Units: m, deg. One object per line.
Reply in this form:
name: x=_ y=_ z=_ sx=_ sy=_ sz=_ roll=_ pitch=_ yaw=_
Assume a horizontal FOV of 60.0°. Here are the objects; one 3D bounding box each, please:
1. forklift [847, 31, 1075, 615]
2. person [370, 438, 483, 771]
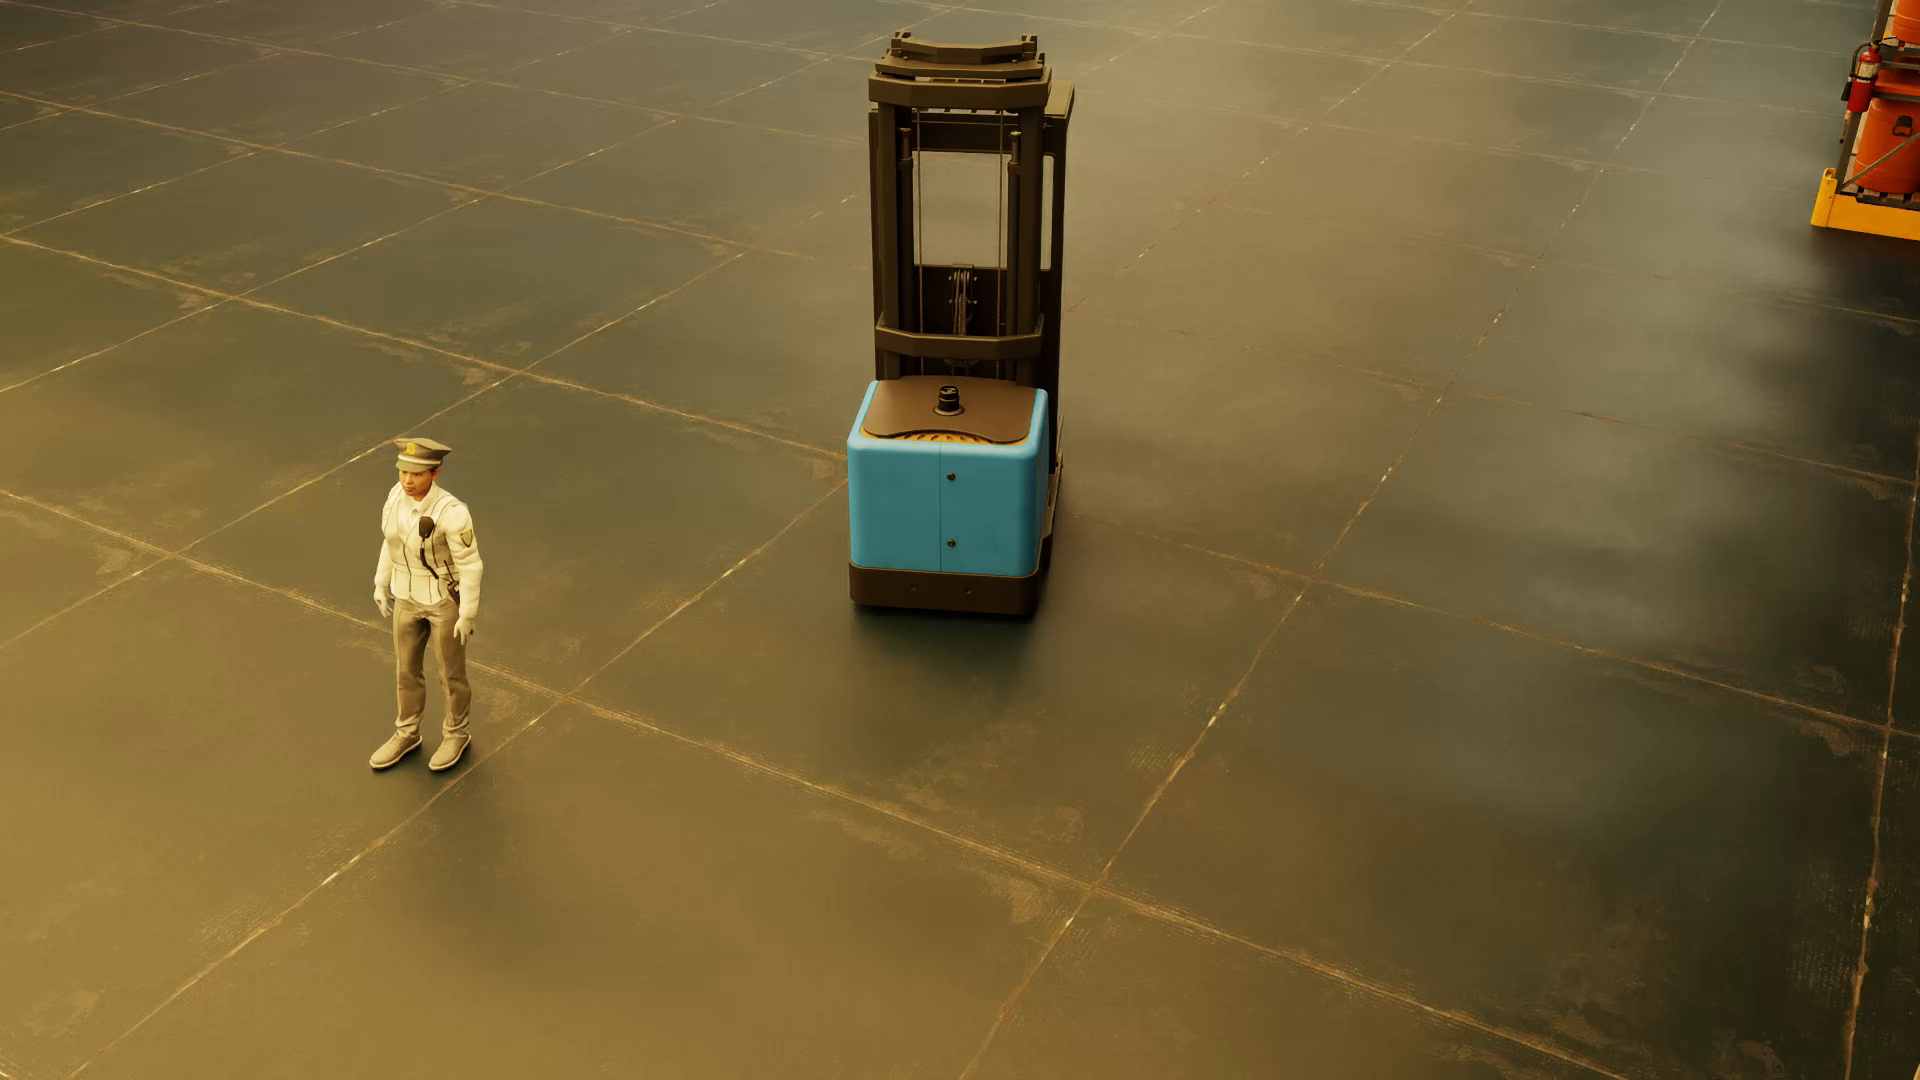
forklift: x=0.072 y=-1.572 z=9.794 sx=1.130 sy=2.935 sz=3.031 roll=3 pitch=30 yaw=6
person: x=-2.513 y=0.310 z=7.756 sx=0.587 sy=1.696 sz=0.534 roll=13 pitch=32 yaw=21
